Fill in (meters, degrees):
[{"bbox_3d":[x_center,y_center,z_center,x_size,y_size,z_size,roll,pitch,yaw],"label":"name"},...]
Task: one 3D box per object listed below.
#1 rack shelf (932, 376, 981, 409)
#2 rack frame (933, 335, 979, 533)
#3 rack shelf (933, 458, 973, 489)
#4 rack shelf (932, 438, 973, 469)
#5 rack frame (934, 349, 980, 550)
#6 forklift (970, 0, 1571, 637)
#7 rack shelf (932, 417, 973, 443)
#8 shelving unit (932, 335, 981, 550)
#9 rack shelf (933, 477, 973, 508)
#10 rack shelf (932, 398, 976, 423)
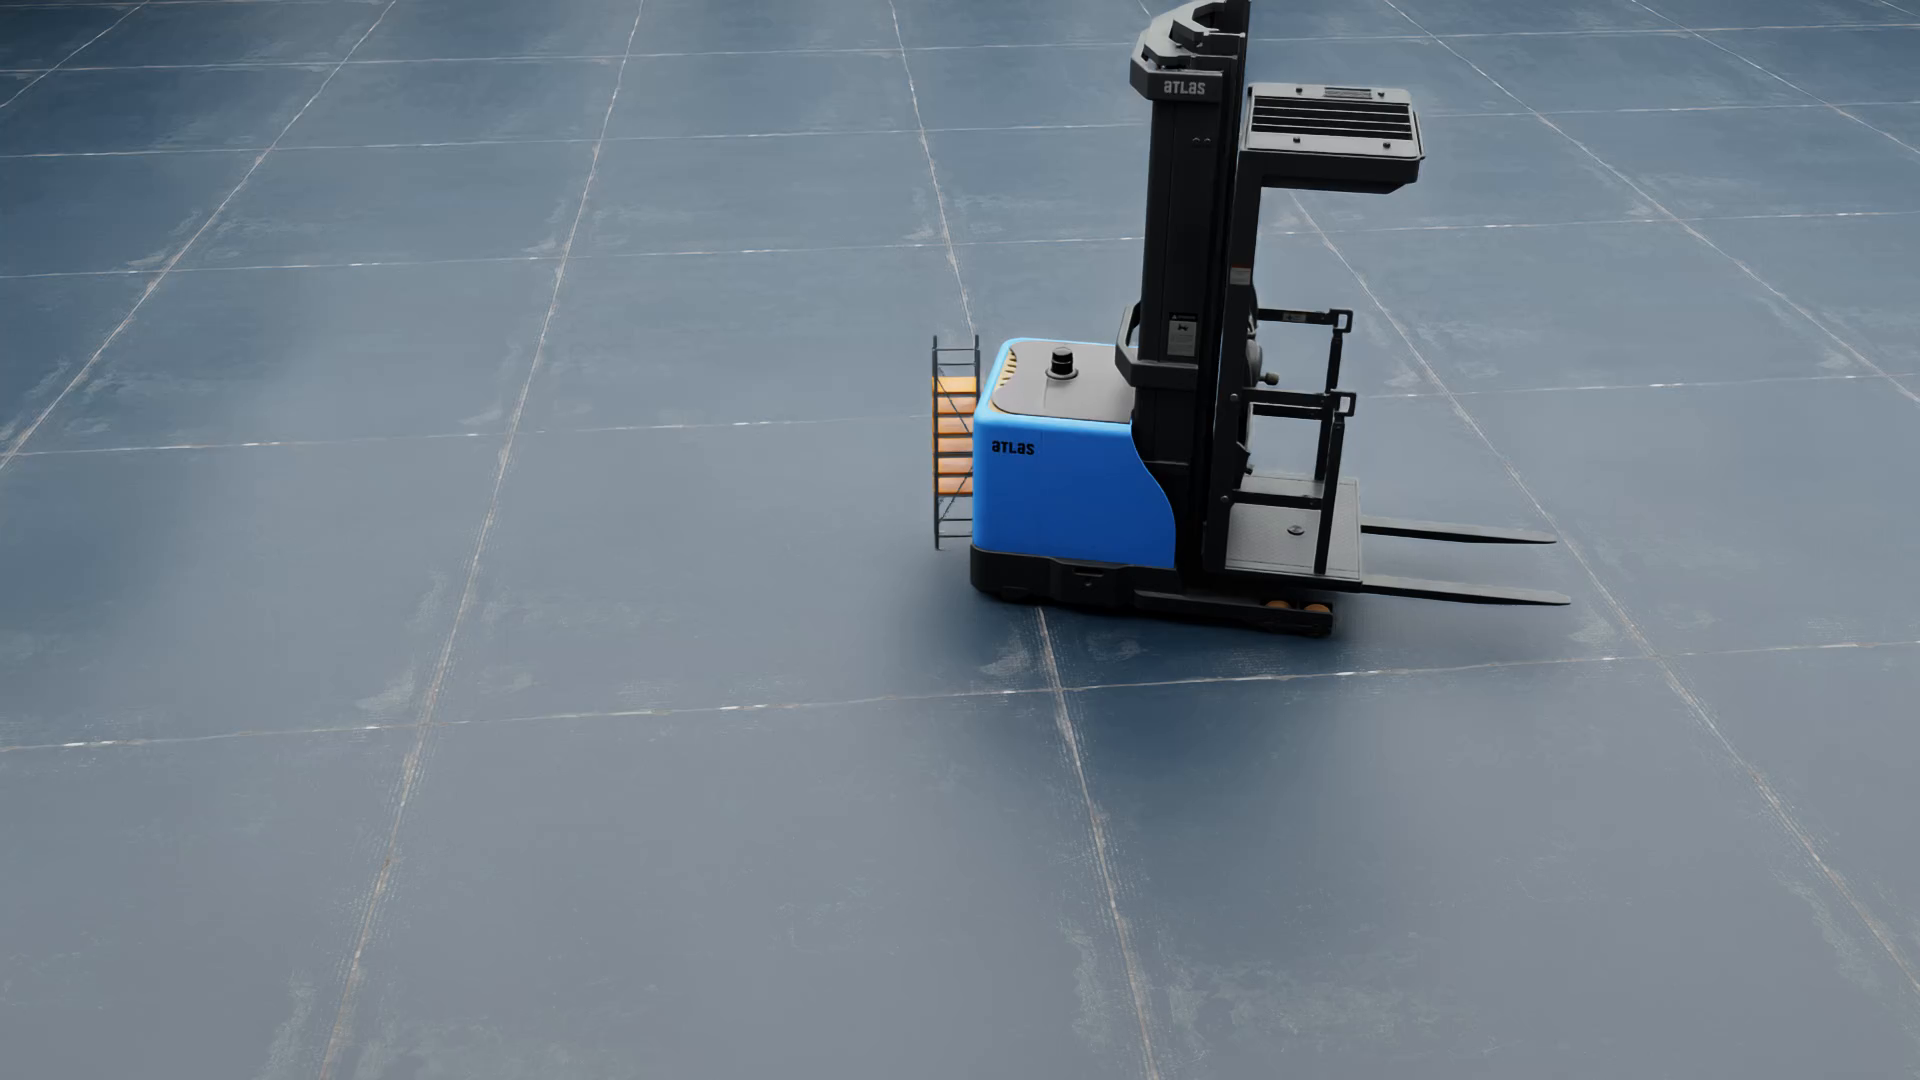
[{"bbox_3d":[-0.018,-0.781,8.772,0.258,0.103,0.180,-1,31,-1],"label":"rack shelf"},{"bbox_3d":[-0.020,-0.557,9.013,0.240,1.200,0.006,-1,31,-1],"label":"rack frame"},{"bbox_3d":[-0.018,-0.369,9.018,0.258,0.103,0.180,-1,31,-1],"label":"rack shelf"},{"bbox_3d":[-0.018,-0.472,8.957,0.258,0.103,0.180,-1,31,-1],"label":"rack shelf"},{"bbox_3d":[-0.016,-0.463,8.855,0.240,1.200,0.006,-1,31,-1],"label":"rack frame"},{"bbox_3d":[1.620,-1.062,8.170,3.031,2.935,1.130,5,31,9],"label":"forklift"},{"bbox_3d":[-0.018,-0.575,8.895,0.258,0.103,0.180,-1,31,-1],"label":"rack shelf"},{"bbox_3d":[-0.018,-0.510,8.934,0.258,1.200,0.189,-1,31,-1],"label":"shelving unit"},{"bbox_3d":[-0.018,-0.266,9.080,0.258,0.103,0.180,-1,31,-1],"label":"rack shelf"},{"bbox_3d":[-0.018,-0.678,8.834,0.258,0.103,0.180,-1,31,-1],"label":"rack shelf"}]
